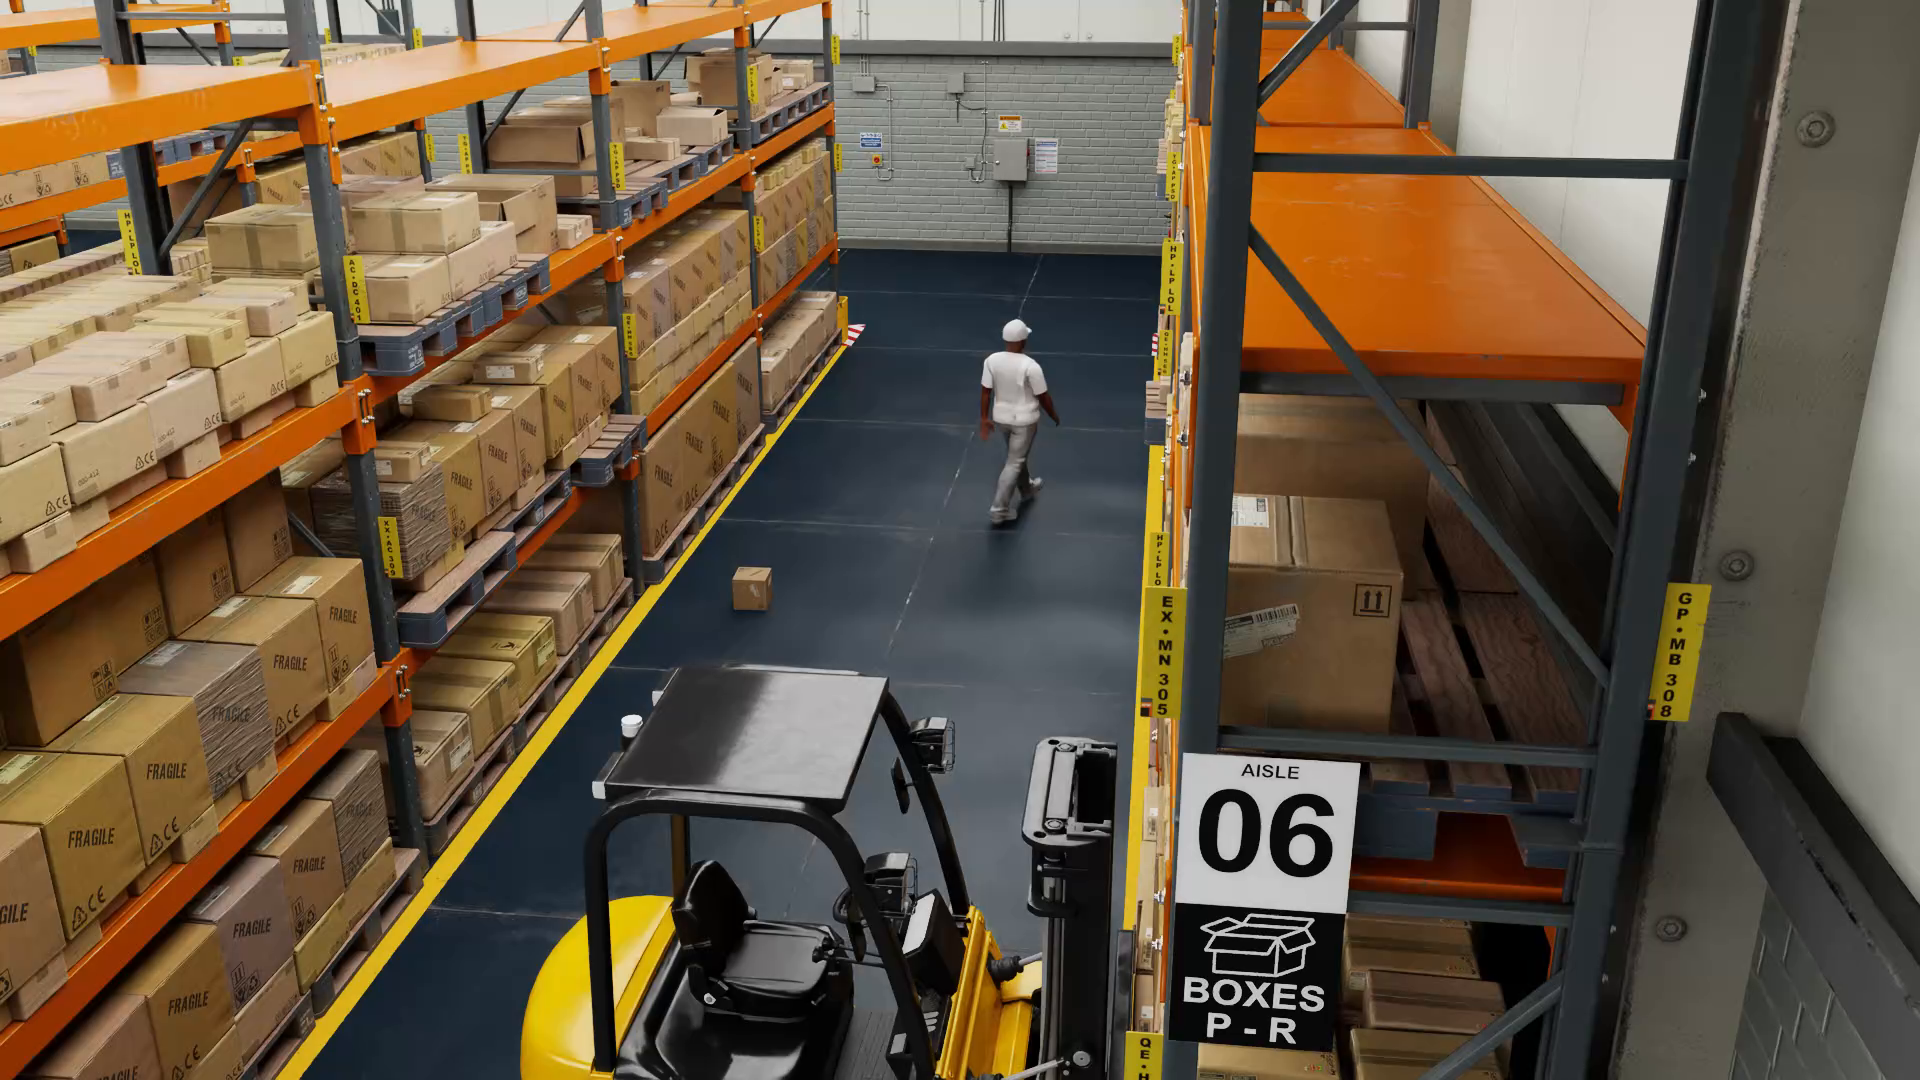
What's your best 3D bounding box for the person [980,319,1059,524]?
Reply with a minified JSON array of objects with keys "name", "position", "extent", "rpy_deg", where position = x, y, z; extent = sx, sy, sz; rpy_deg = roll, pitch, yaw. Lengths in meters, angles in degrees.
[{"name":"person","position":[0.539,-1.065,14.254],"extent":[0.587,1.718,1.008],"rpy_deg":[16,26,36]}]
